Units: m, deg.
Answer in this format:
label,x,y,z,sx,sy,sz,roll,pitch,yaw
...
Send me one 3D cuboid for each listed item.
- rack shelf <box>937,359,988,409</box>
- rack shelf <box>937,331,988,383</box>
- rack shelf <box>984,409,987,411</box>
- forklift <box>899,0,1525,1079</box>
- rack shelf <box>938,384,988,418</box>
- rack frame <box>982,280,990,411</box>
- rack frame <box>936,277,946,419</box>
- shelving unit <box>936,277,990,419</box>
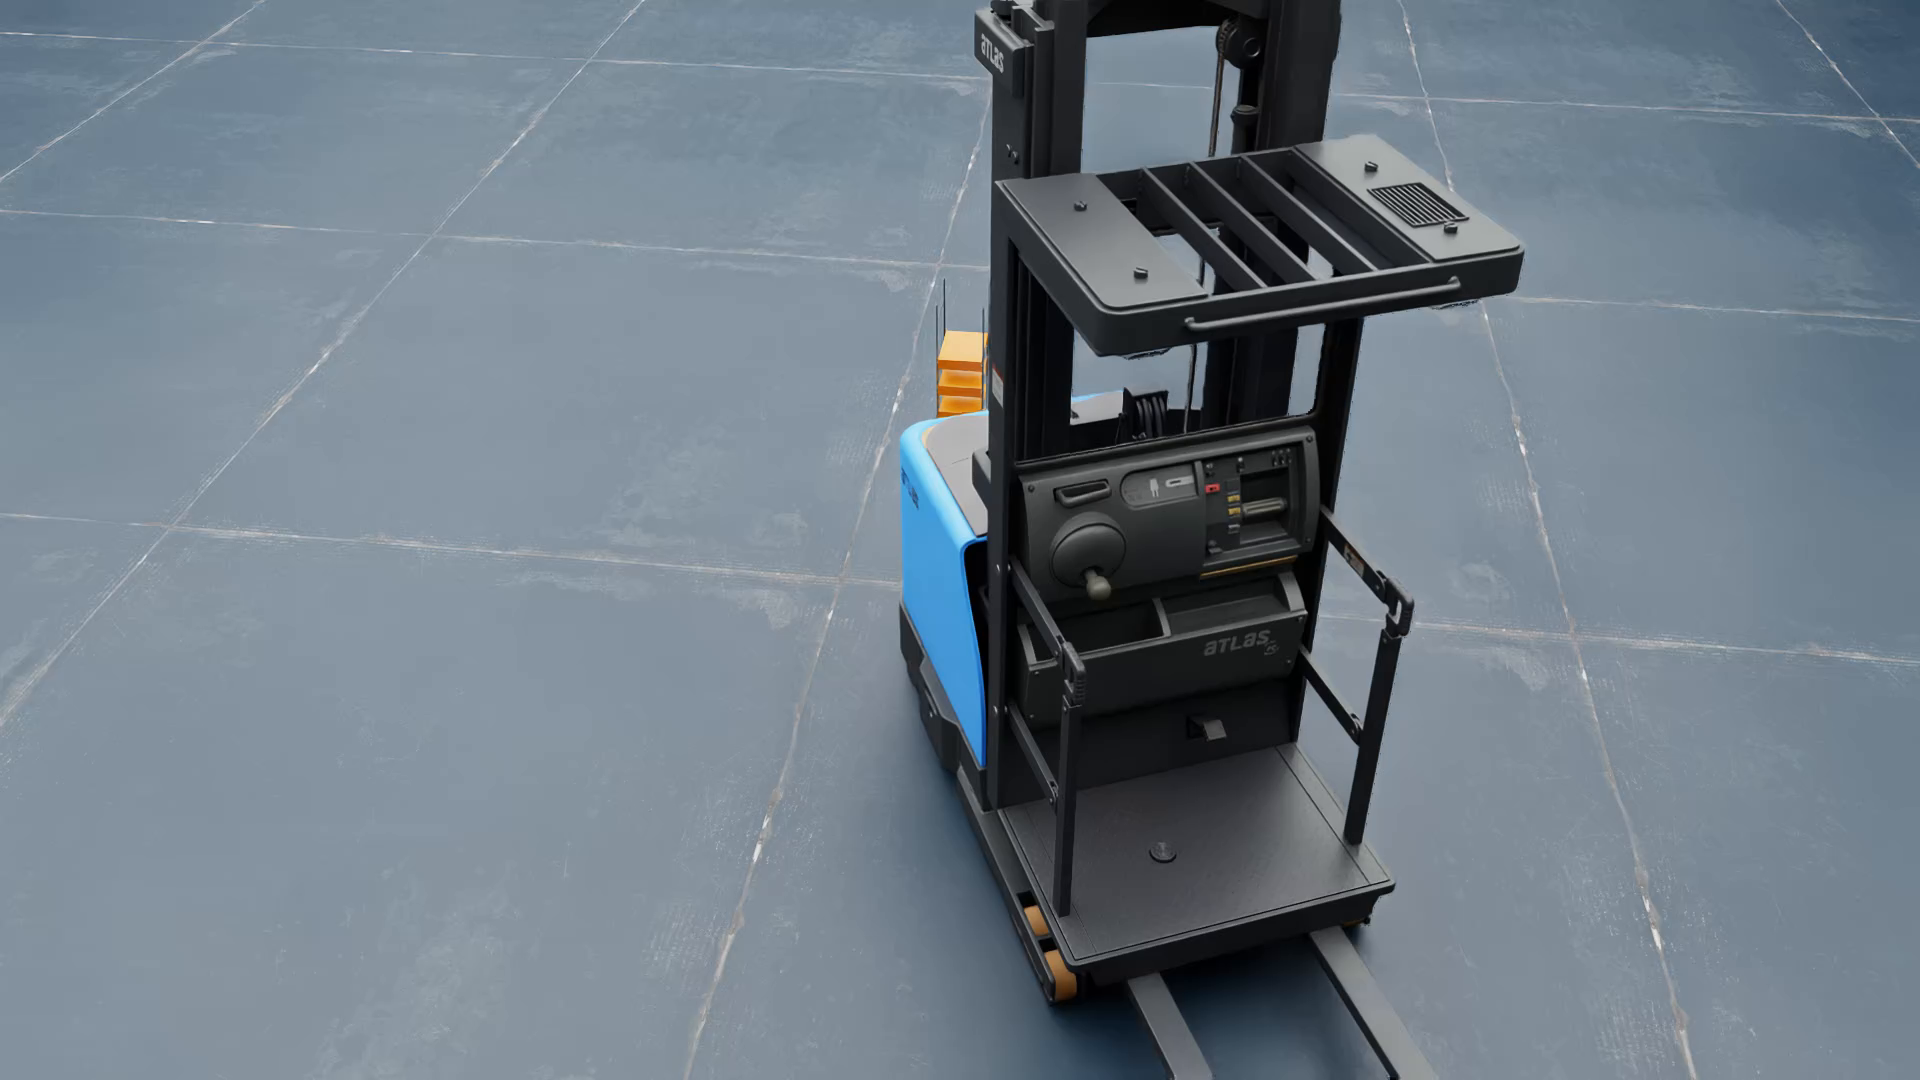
label,x,y,z,sx,sy,sz,roll,pitch,yaw
rack shelf,0.014,-0.646,6.786,0.180,0.103,0.258,4,36,6
rack shelf,0.014,-0.744,6.717,0.180,0.103,0.258,4,36,6
rack shelf,0.014,-0.451,6.926,0.180,0.103,0.258,4,36,6
forklift,0.697,-0.008,4.738,1.130,2.935,3.031,-10,37,-14
rack shelf,0.014,-0.549,6.856,0.180,0.103,0.258,4,36,6
rack frame,0.105,-0.481,6.890,0.006,1.200,0.240,4,36,6
rack frame,-0.076,-0.494,6.909,0.006,1.200,0.240,4,36,6
shelving unit,0.014,-0.487,6.900,0.189,1.200,0.258,4,36,6
